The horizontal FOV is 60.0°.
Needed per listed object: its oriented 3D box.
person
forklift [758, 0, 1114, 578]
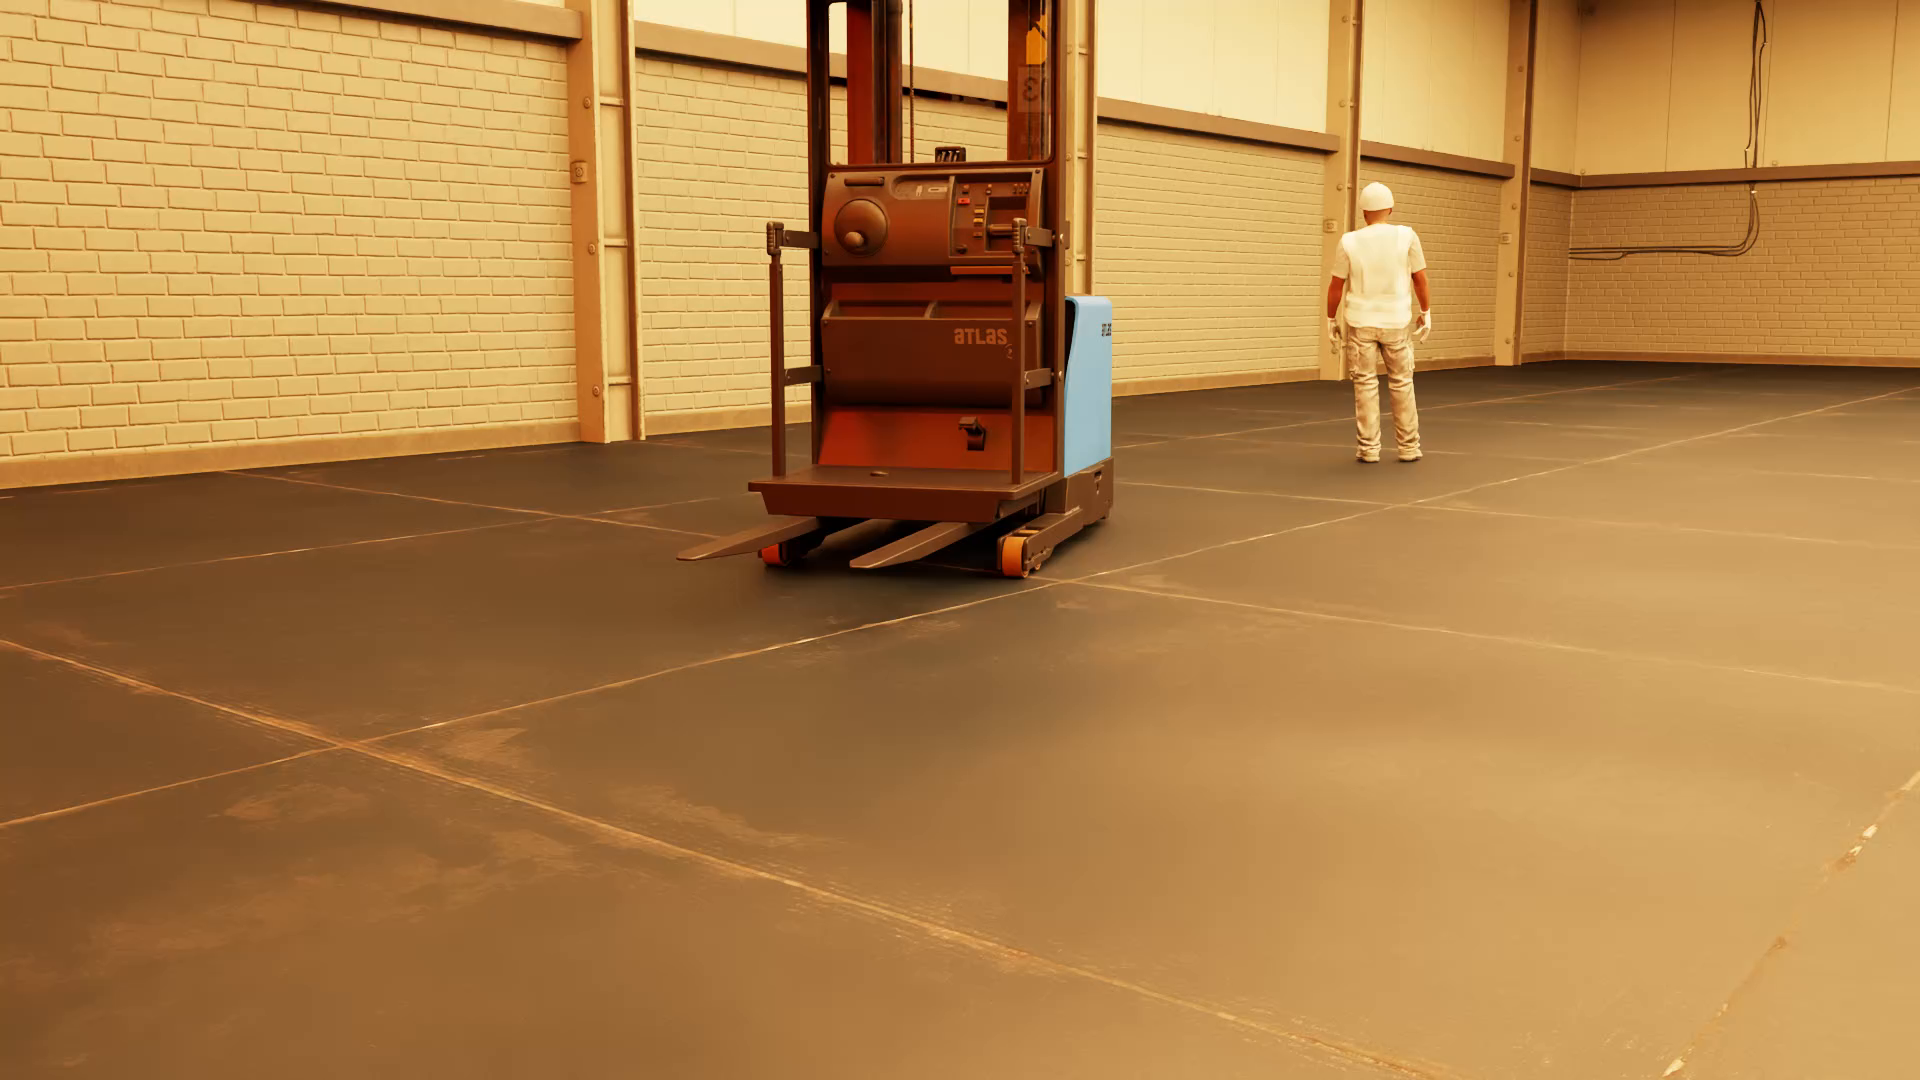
[{"bbox_3d":[2.722,-1.384,10.824,0.656,1.736,0.575,2,9,12],"label":"person"},{"bbox_3d":[-0.176,-1.366,6.616,1.130,2.935,3.031,3,9,17],"label":"forklift"}]
